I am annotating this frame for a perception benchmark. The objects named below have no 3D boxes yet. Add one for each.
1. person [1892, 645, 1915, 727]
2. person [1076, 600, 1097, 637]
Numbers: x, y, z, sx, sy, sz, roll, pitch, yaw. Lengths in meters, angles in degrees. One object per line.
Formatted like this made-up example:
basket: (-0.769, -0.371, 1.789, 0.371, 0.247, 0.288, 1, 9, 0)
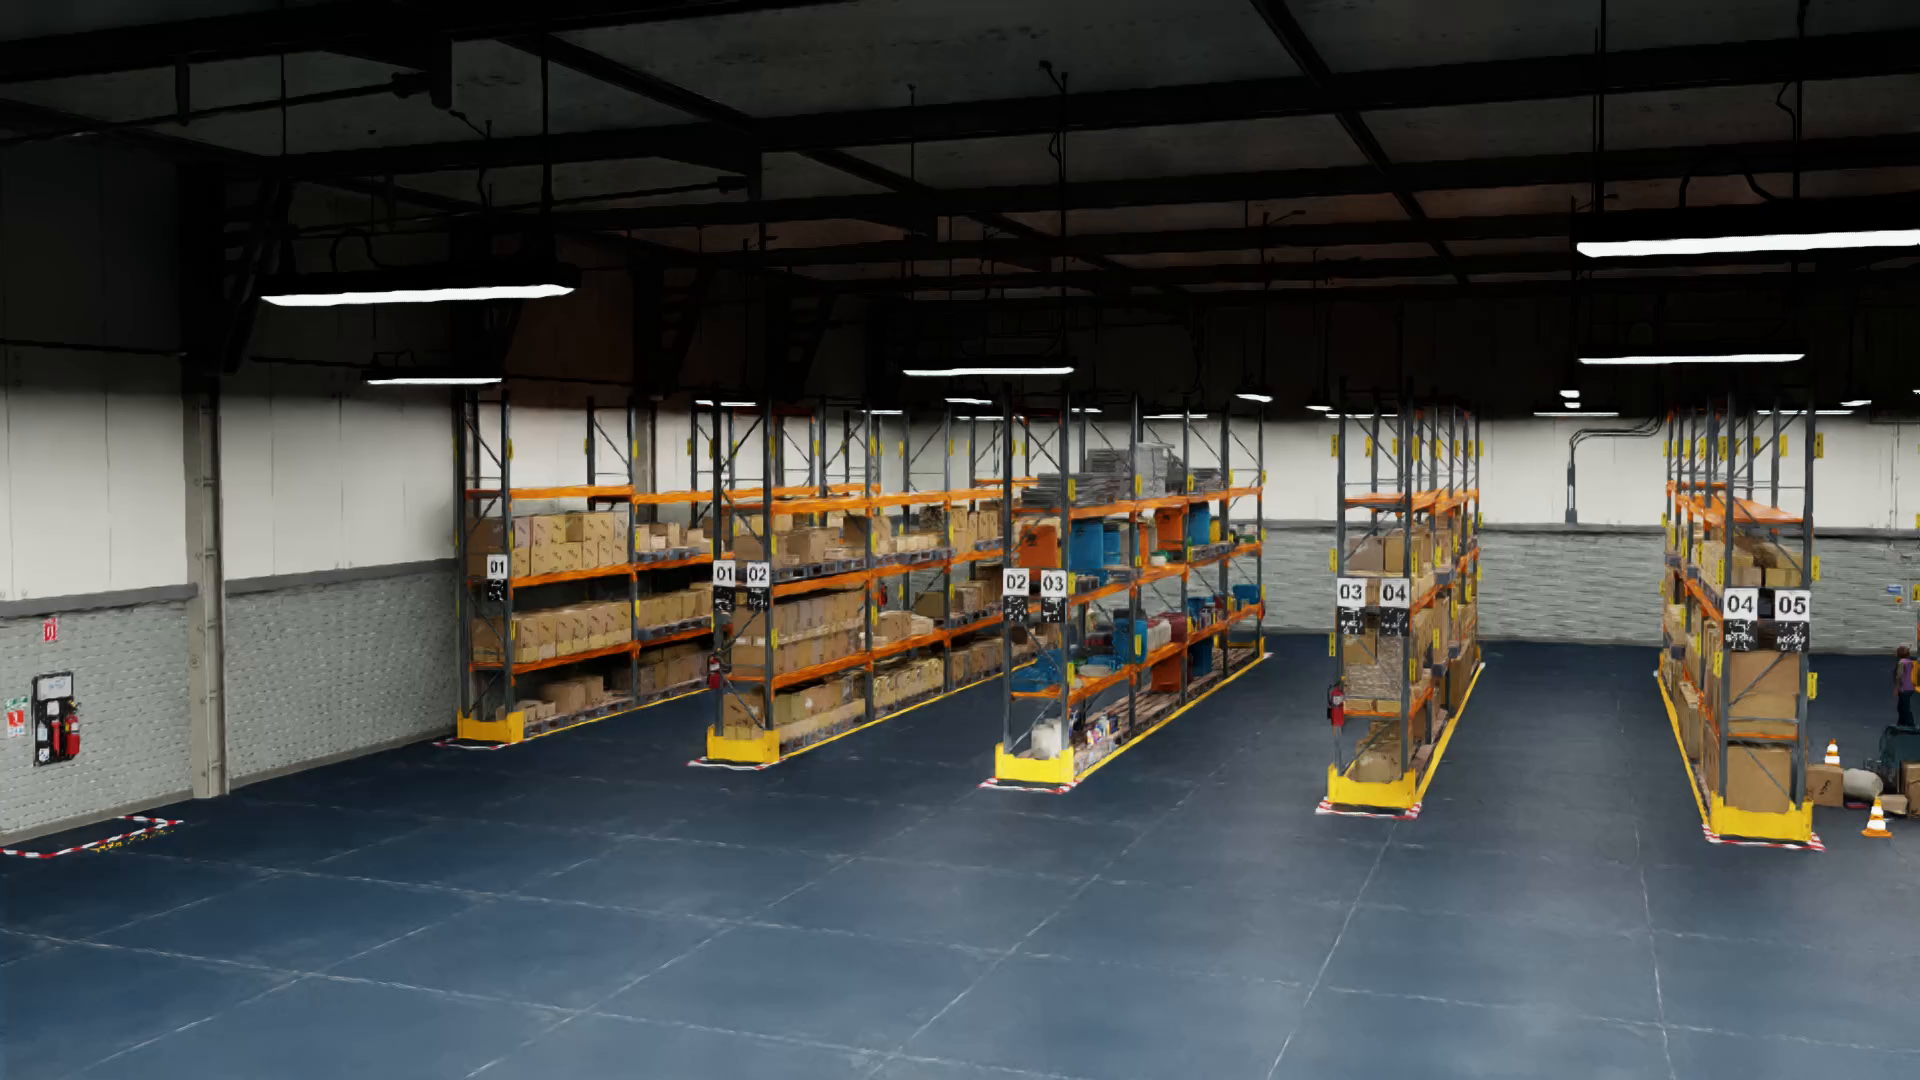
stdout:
person: (16.269, 2.610, 28.725, 0.534, 1.590, 0.536, -3, 4, -44)
person: (2.852, 2.105, 37.876, 0.448, 1.590, 1.110, 1, 3, 23)
